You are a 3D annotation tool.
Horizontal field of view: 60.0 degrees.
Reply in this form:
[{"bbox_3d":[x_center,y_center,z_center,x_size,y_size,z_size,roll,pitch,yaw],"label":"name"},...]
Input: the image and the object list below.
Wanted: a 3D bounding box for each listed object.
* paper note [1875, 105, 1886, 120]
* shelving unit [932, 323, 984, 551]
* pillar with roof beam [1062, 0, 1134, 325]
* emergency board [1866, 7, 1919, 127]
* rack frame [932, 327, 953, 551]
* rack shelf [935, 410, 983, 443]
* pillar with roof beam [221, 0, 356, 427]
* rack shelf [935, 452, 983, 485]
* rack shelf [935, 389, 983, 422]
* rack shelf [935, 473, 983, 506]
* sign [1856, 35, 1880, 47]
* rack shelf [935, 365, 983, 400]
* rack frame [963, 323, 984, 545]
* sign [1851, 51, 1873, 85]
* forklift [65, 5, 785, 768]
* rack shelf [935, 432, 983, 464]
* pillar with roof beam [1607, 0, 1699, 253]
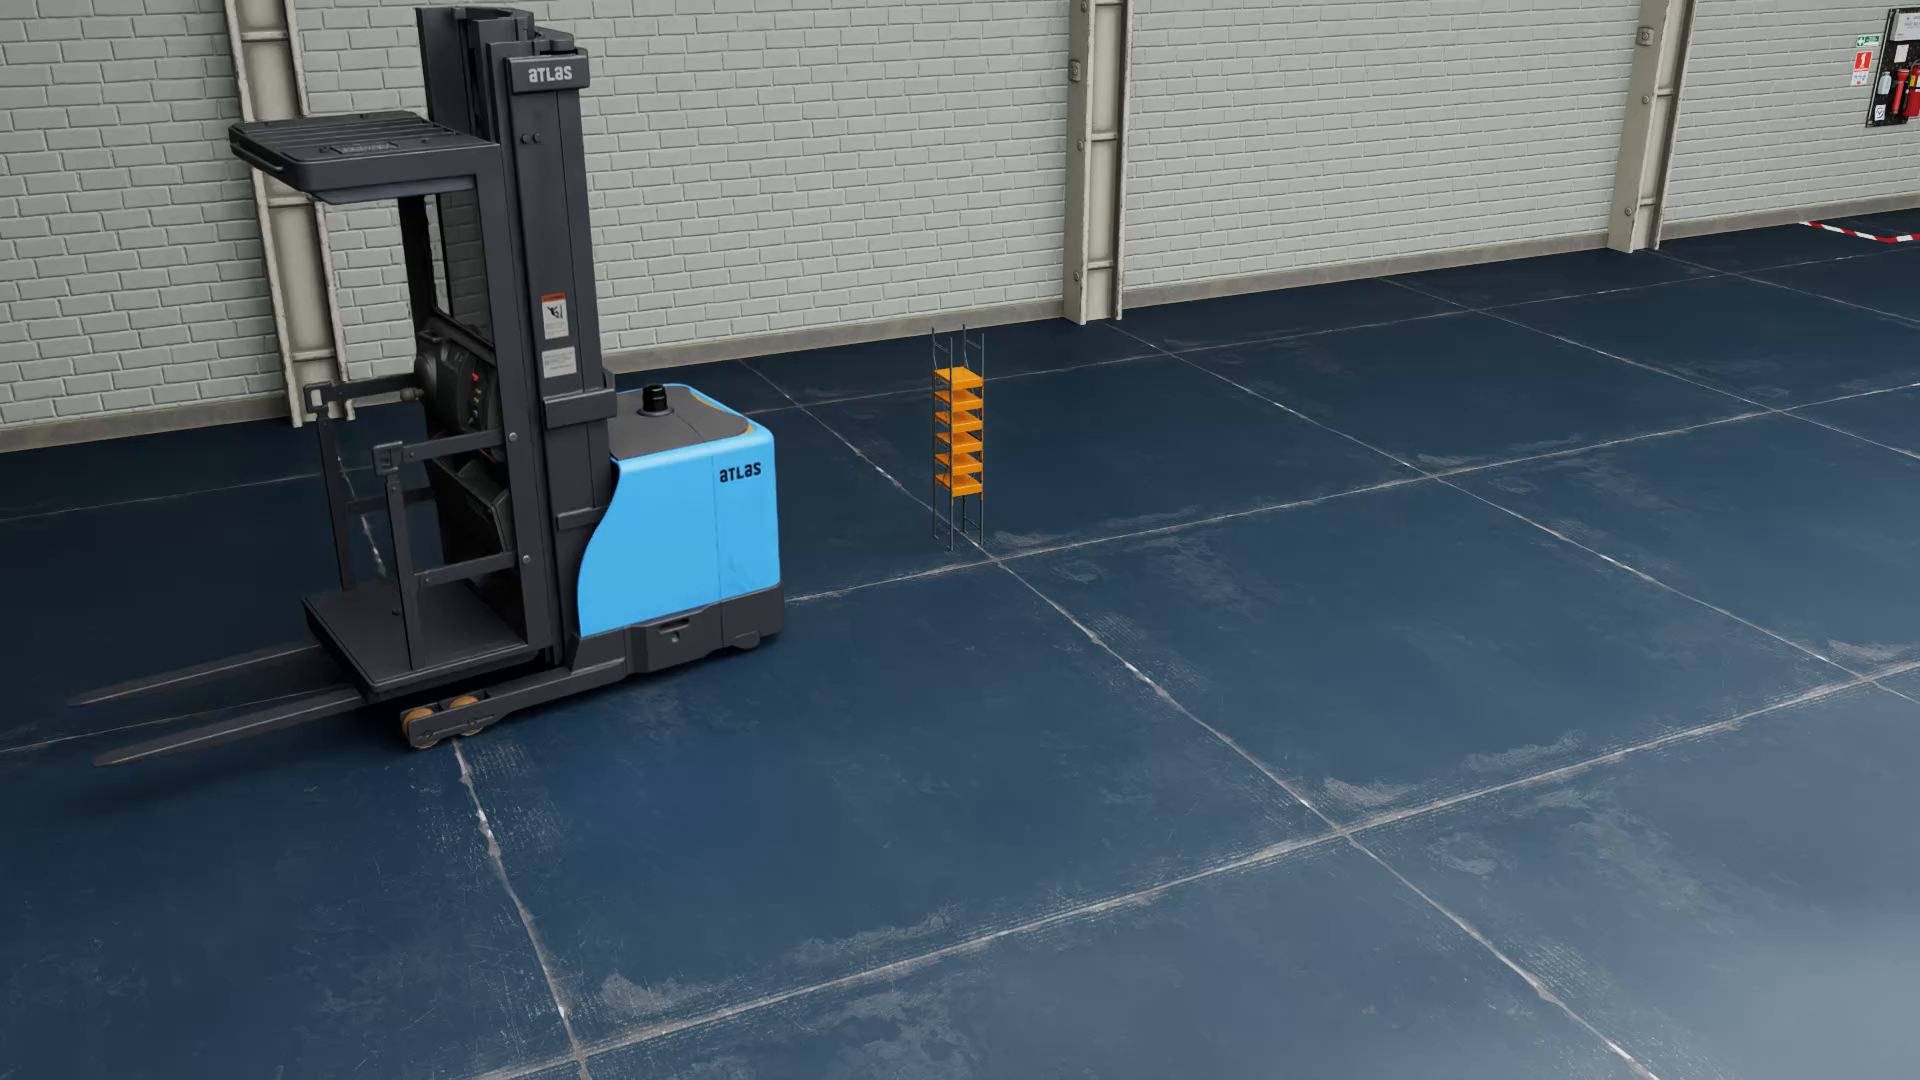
[{"bbox_3d":[9.464,-4.396,17.100,0.142,0.148,0.016,-10,25,-24],"label":"paper note"},{"bbox_3d":[-0.013,-0.552,9.015,0.189,1.200,0.258,-10,25,-24],"label":"shelving unit"},{"bbox_3d":[2.951,-4.503,8.363,0.400,9.000,9.100,-10,25,-24],"label":"pillar with roof beam"},{"bbox_3d":[9.654,-4.809,16.945,0.643,1.169,0.194,-10,25,-24],"label":"emergency board"},{"bbox_3d":[-0.095,-0.537,8.978,0.006,1.200,0.240,-10,25,-24],"label":"rack frame"},{"bbox_3d":[-0.013,-0.622,8.986,0.180,0.103,0.258,-10,25,-24],"label":"rack shelf"},{"bbox_3d":[-2.455,-3.508,5.959,0.400,9.000,9.100,-10,25,-24],"label":"pillar with roof beam"},{"bbox_3d":[-0.013,-0.400,9.078,0.180,0.103,0.258,-10,25,-24],"label":"rack shelf"},{"bbox_3d":[-0.013,-0.733,8.940,0.180,0.103,0.258,-10,25,-24],"label":"rack shelf"},{"bbox_3d":[-0.013,-0.289,9.124,0.180,0.103,0.258,-10,25,-24],"label":"rack shelf"},{"bbox_3d":[9.119,-5.011,16.695,0.331,0.109,0.001,-10,25,-24],"label":"sign"},{"bbox_3d":[-0.013,-0.844,8.894,0.180,0.103,0.258,-10,25,-24],"label":"rack shelf"},{"bbox_3d":[0.069,-0.567,9.051,0.006,1.200,0.240,-10,25,-24],"label":"rack frame"},{"bbox_3d":[9.111,-4.769,16.802,0.234,0.329,0.001,-10,25,-24],"label":"sign"},{"bbox_3d":[-2.348,-0.694,7.095,3.031,2.935,1.130,-15,27,-32],"label":"forklift"},{"bbox_3d":[-0.013,-0.511,9.032,0.180,0.103,0.258,-10,25,-24],"label":"rack shelf"},{"bbox_3d":[8.358,-5.498,10.767,0.400,9.000,9.100,-10,25,-24],"label":"pillar with roof beam"}]
